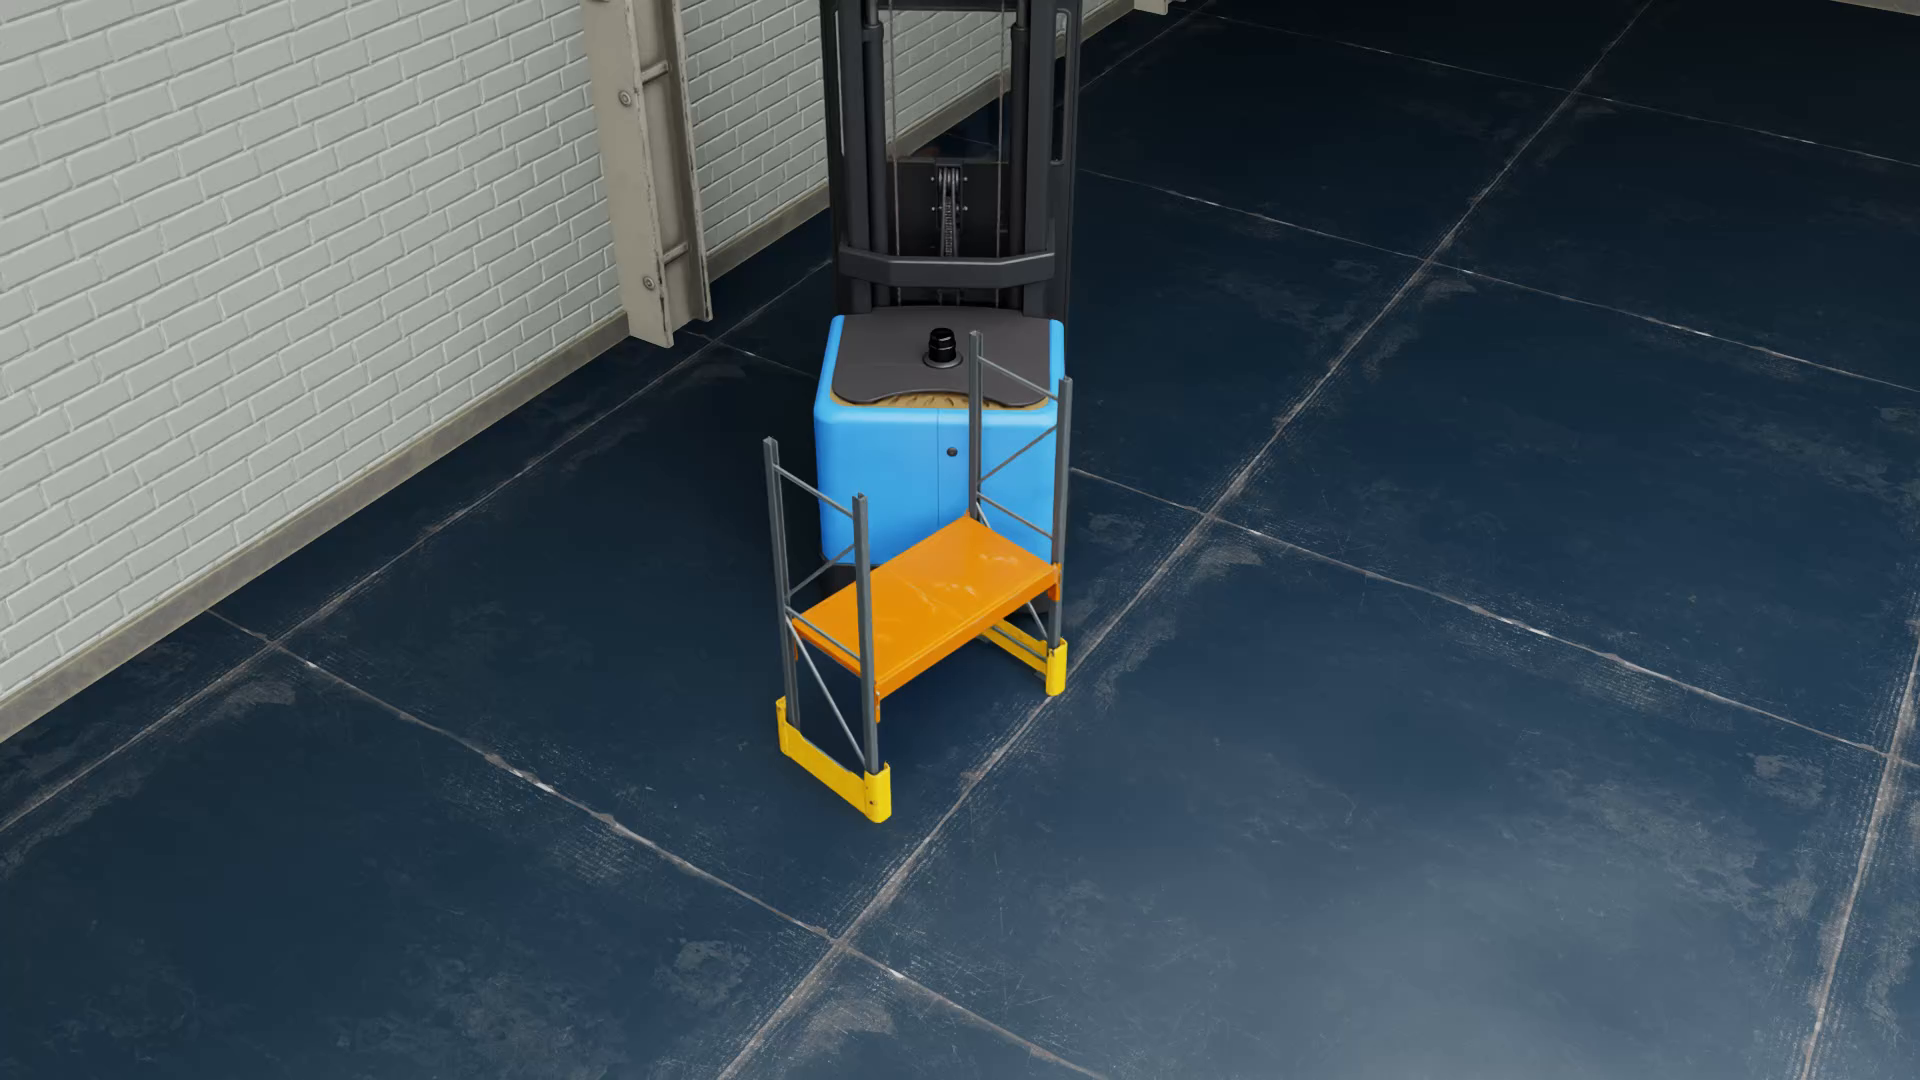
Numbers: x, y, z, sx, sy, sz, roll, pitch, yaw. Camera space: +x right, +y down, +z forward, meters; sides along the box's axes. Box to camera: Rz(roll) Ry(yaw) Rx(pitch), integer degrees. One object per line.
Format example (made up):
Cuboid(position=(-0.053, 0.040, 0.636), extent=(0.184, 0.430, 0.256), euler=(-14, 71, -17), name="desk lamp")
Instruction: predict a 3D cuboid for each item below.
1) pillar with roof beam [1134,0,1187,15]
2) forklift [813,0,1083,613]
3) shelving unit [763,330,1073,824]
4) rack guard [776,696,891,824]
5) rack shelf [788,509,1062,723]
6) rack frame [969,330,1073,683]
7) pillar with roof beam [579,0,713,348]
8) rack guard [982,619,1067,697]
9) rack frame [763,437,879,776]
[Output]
Cuboid(position=(5.225, -6.450, 8.747), extent=(9.100, 9.000, 0.400), euler=(21, 42, 25), name="pillar with roof beam")
Cuboid(position=(-0.026, -1.719, 7.580), extent=(1.130, 2.935, 3.031), euler=(1, 38, 2), name="forklift")
Cuboid(position=(-0.142, 0.134, 6.348), extent=(0.587, 1.500, 1.083), euler=(31, 47, 34), name="shelving unit")
Cuboid(position=(-0.492, 0.845, 6.450), extent=(0.587, 0.250, 0.087), euler=(31, 47, 34), name="rack guard")
Cuboid(position=(-0.135, 0.272, 6.463), extent=(0.538, 0.185, 1.000), euler=(31, 47, 34), name="rack shelf")
Cuboid(position=(0.223, -0.091, 6.639), extent=(0.500, 1.500, 0.032), euler=(31, 47, 34), name="rack frame")
Cuboid(position=(2.011, -3.357, 4.735), extent=(9.100, 9.000, 0.400), euler=(21, 42, 25), name="pillar with roof beam")
Cuboid(position=(0.209, 0.413, 7.010), extent=(0.587, 0.250, 0.087), euler=(31, 47, 34), name="rack guard")
Cuboid(position=(-0.493, 0.350, 6.067), extent=(0.500, 1.500, 0.032), euler=(31, 47, 34), name="rack frame")
